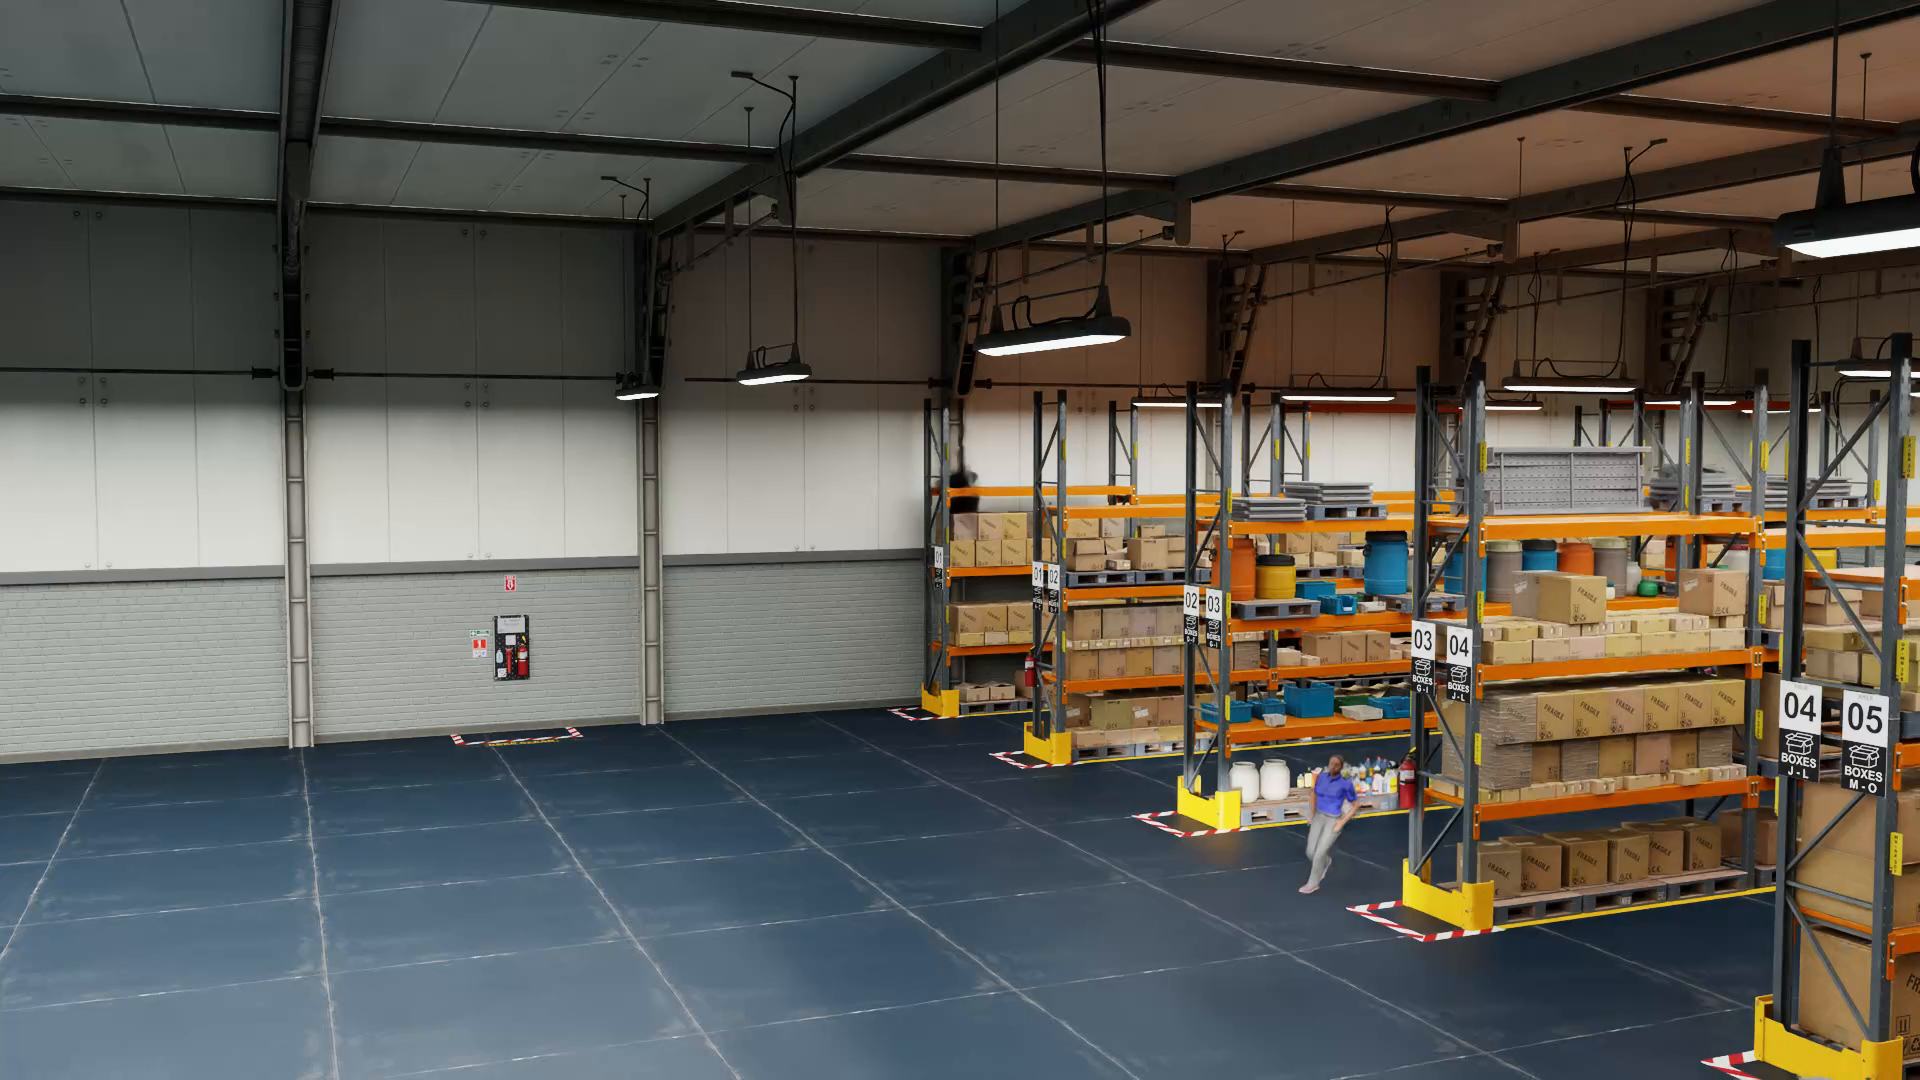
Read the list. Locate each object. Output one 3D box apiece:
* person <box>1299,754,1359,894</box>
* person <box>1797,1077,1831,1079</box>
[{"bbox_3d":[4.276,3.243,19.074,0.643,1.612,0.608,3,4,41],"label":"person"},{"bbox_3d":[4.727,3.769,9.168,0.695,1.788,0.997,2,4,24],"label":"person"}]
